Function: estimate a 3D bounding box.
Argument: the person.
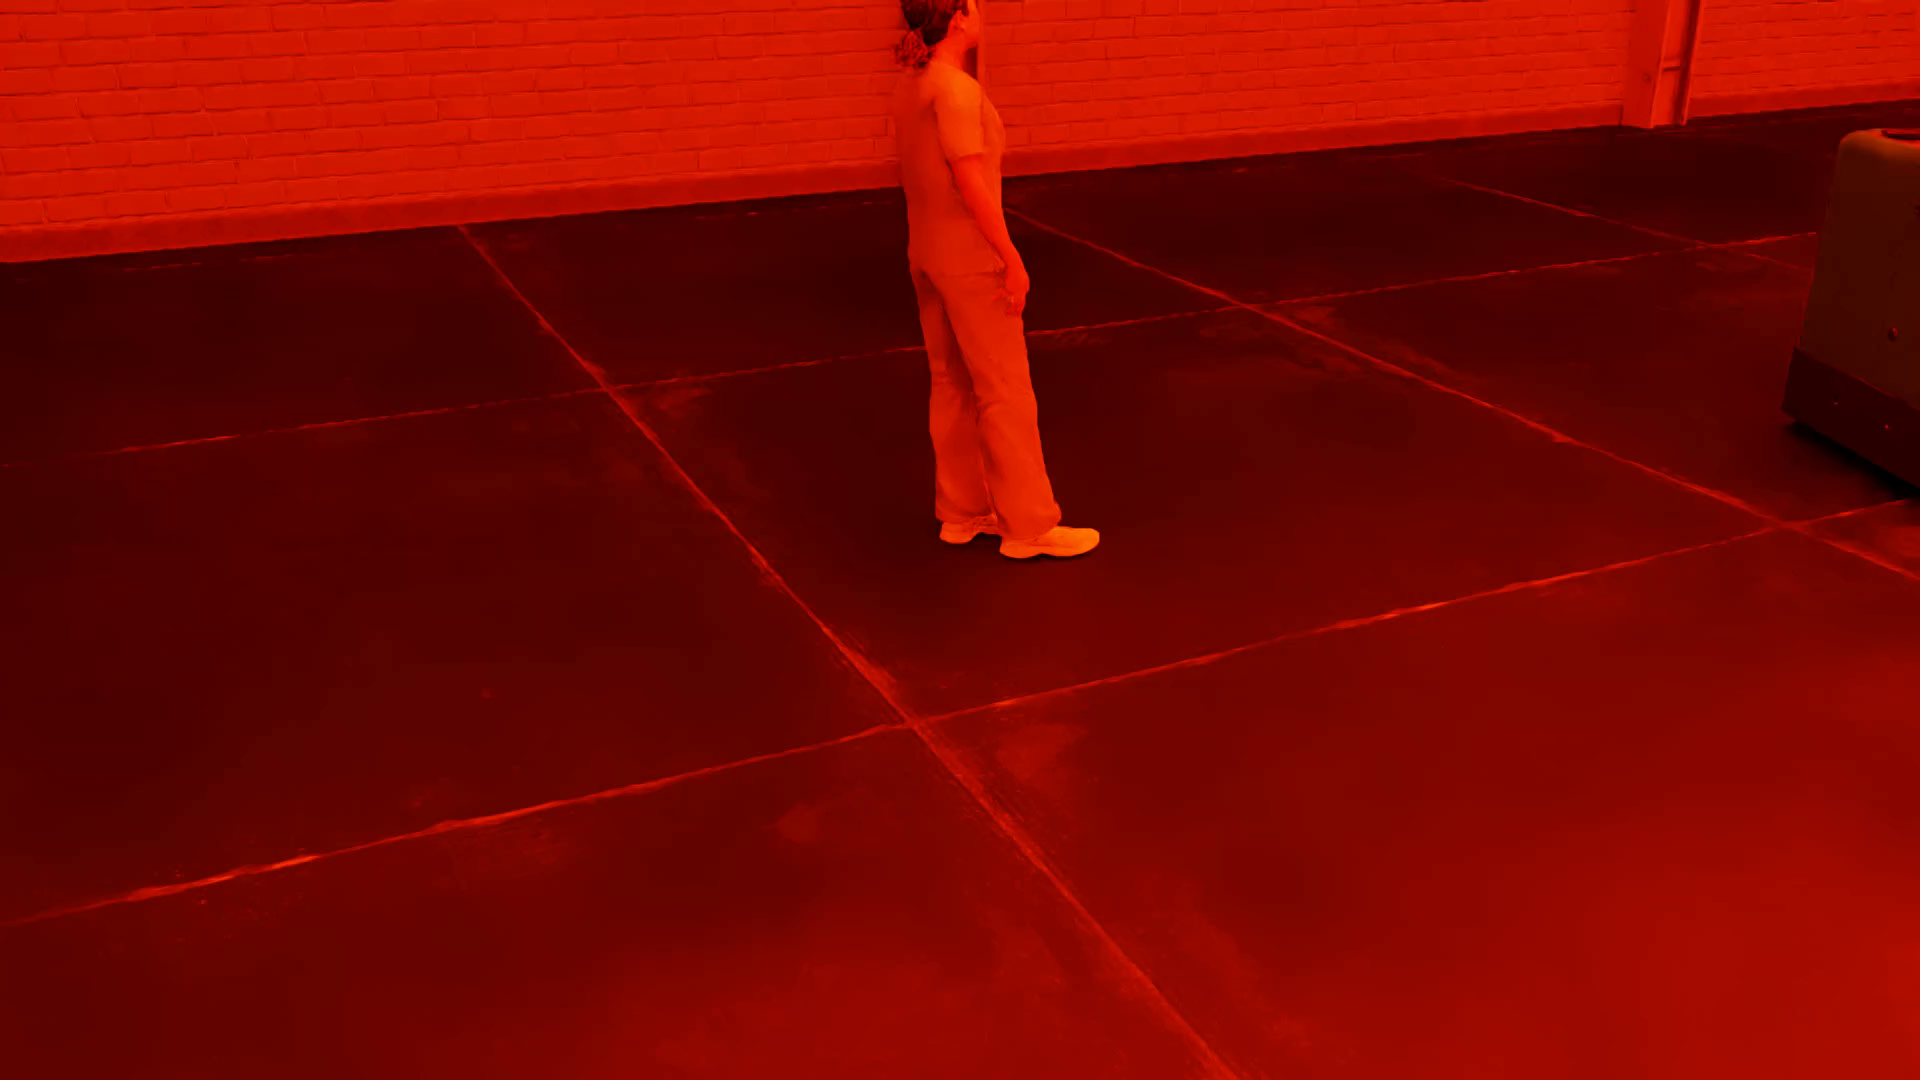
[{"bbox_3d":[0.073,-0.788,4.800,0.548,1.674,0.550,-10,25,-23],"label":"person"}]

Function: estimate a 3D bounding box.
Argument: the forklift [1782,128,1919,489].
[{"bbox_3d":[4.538,-1.640,5.233,3.031,2.935,1.130,-2,23,-5],"label":"forklift"}]
